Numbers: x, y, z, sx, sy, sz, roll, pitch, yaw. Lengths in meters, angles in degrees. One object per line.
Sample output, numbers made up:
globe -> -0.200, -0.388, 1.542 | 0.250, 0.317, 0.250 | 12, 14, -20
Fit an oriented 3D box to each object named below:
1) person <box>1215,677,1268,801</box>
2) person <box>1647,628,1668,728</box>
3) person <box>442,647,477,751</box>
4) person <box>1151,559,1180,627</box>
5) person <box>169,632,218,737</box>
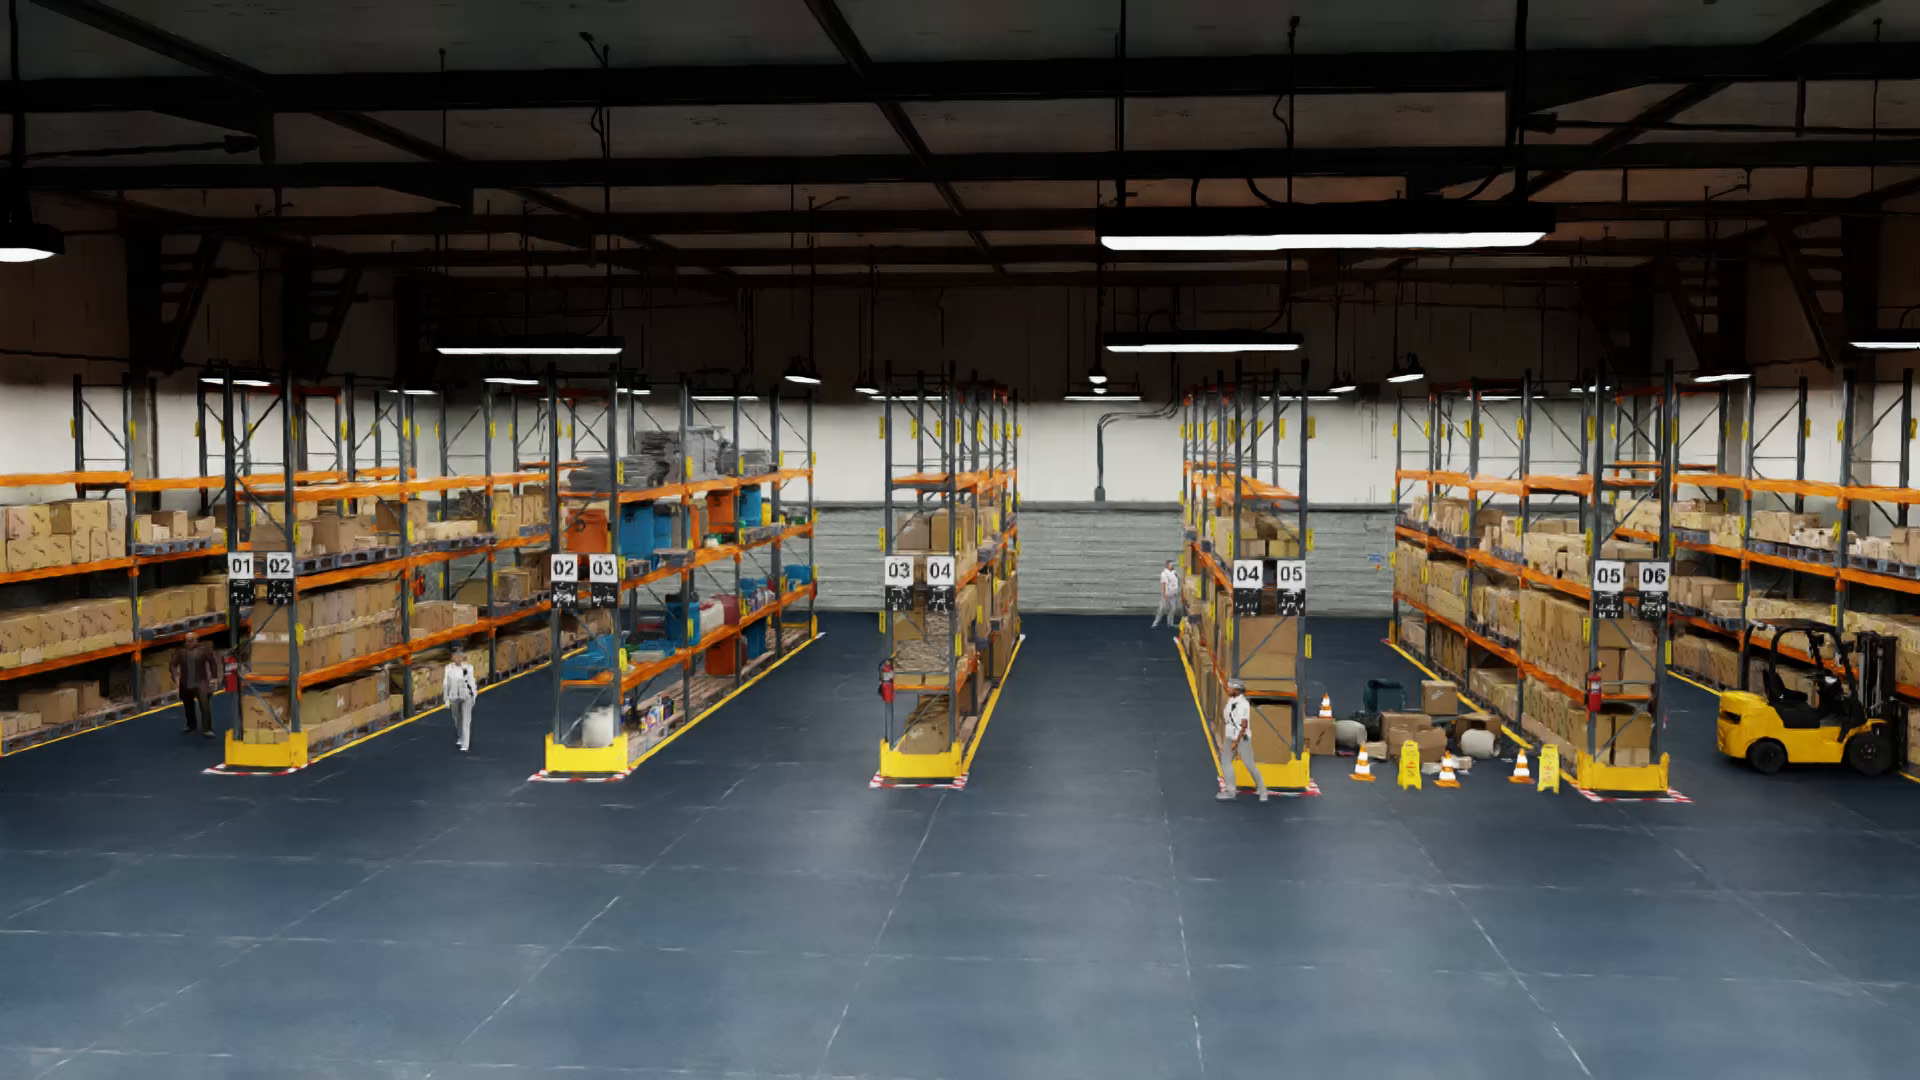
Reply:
person -> 3.848, 2.695, 22.528 | 0.626, 1.653, 0.606 | -2, 4, -25
person -> 11.718, 2.316, 28.071 | 0.473, 1.657, 0.493 | 3, 5, 35
person -> -7.843, 2.462, 26.039 | 0.483, 1.621, 0.987 | 0, 4, -3
person -> 5.206, 1.358, 42.230 | 0.725, 1.749, 0.513 | -3, 5, -42
person -> -12.506, 2.346, 27.185 | 0.724, 1.713, 0.900 | -1, 4, -11
